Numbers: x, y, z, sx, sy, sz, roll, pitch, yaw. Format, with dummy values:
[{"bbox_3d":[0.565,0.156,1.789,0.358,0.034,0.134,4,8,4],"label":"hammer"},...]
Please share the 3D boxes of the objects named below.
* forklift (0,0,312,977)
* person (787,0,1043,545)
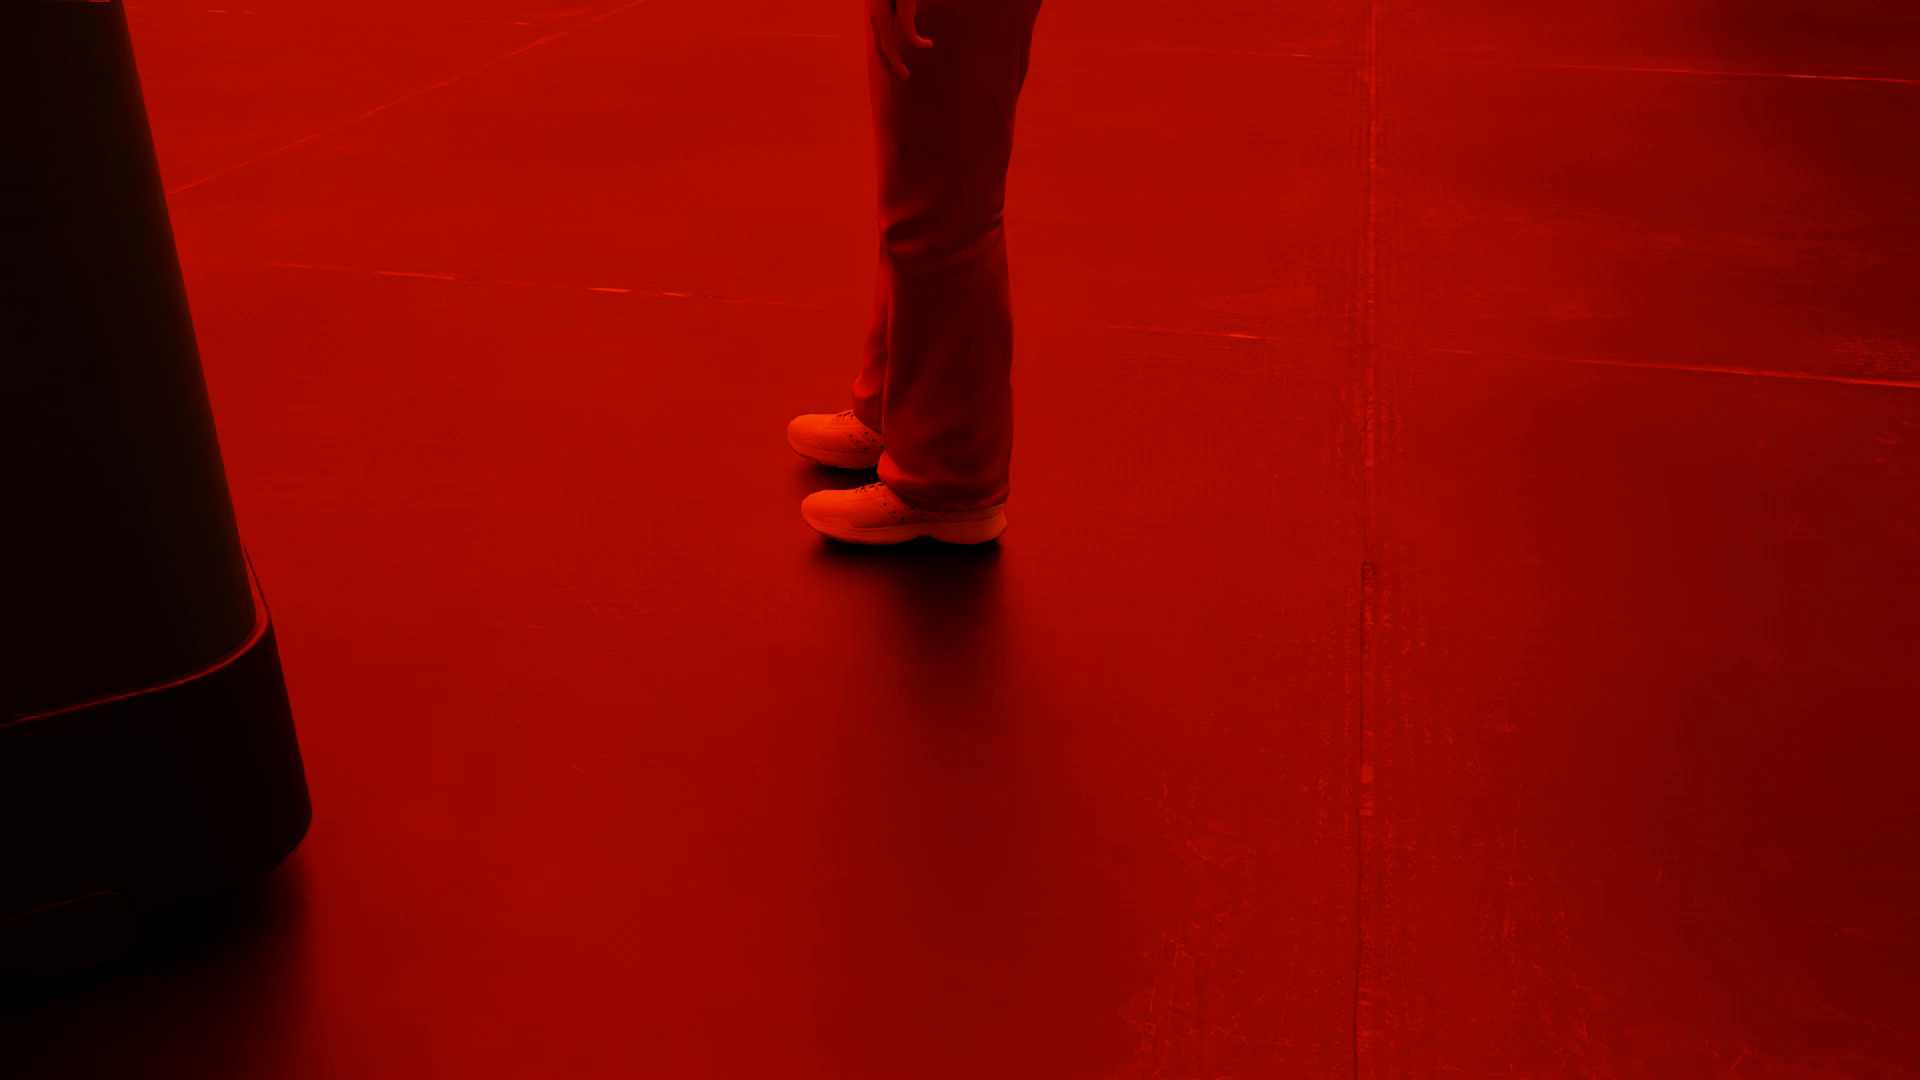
[{"bbox_3d":[-2.221,-0.793,0.818,3.031,2.935,1.130,-14,30,-26],"label":"forklift"},{"bbox_3d":[-0.070,-0.767,2.143,0.548,1.674,0.555,6,27,11],"label":"person"}]
